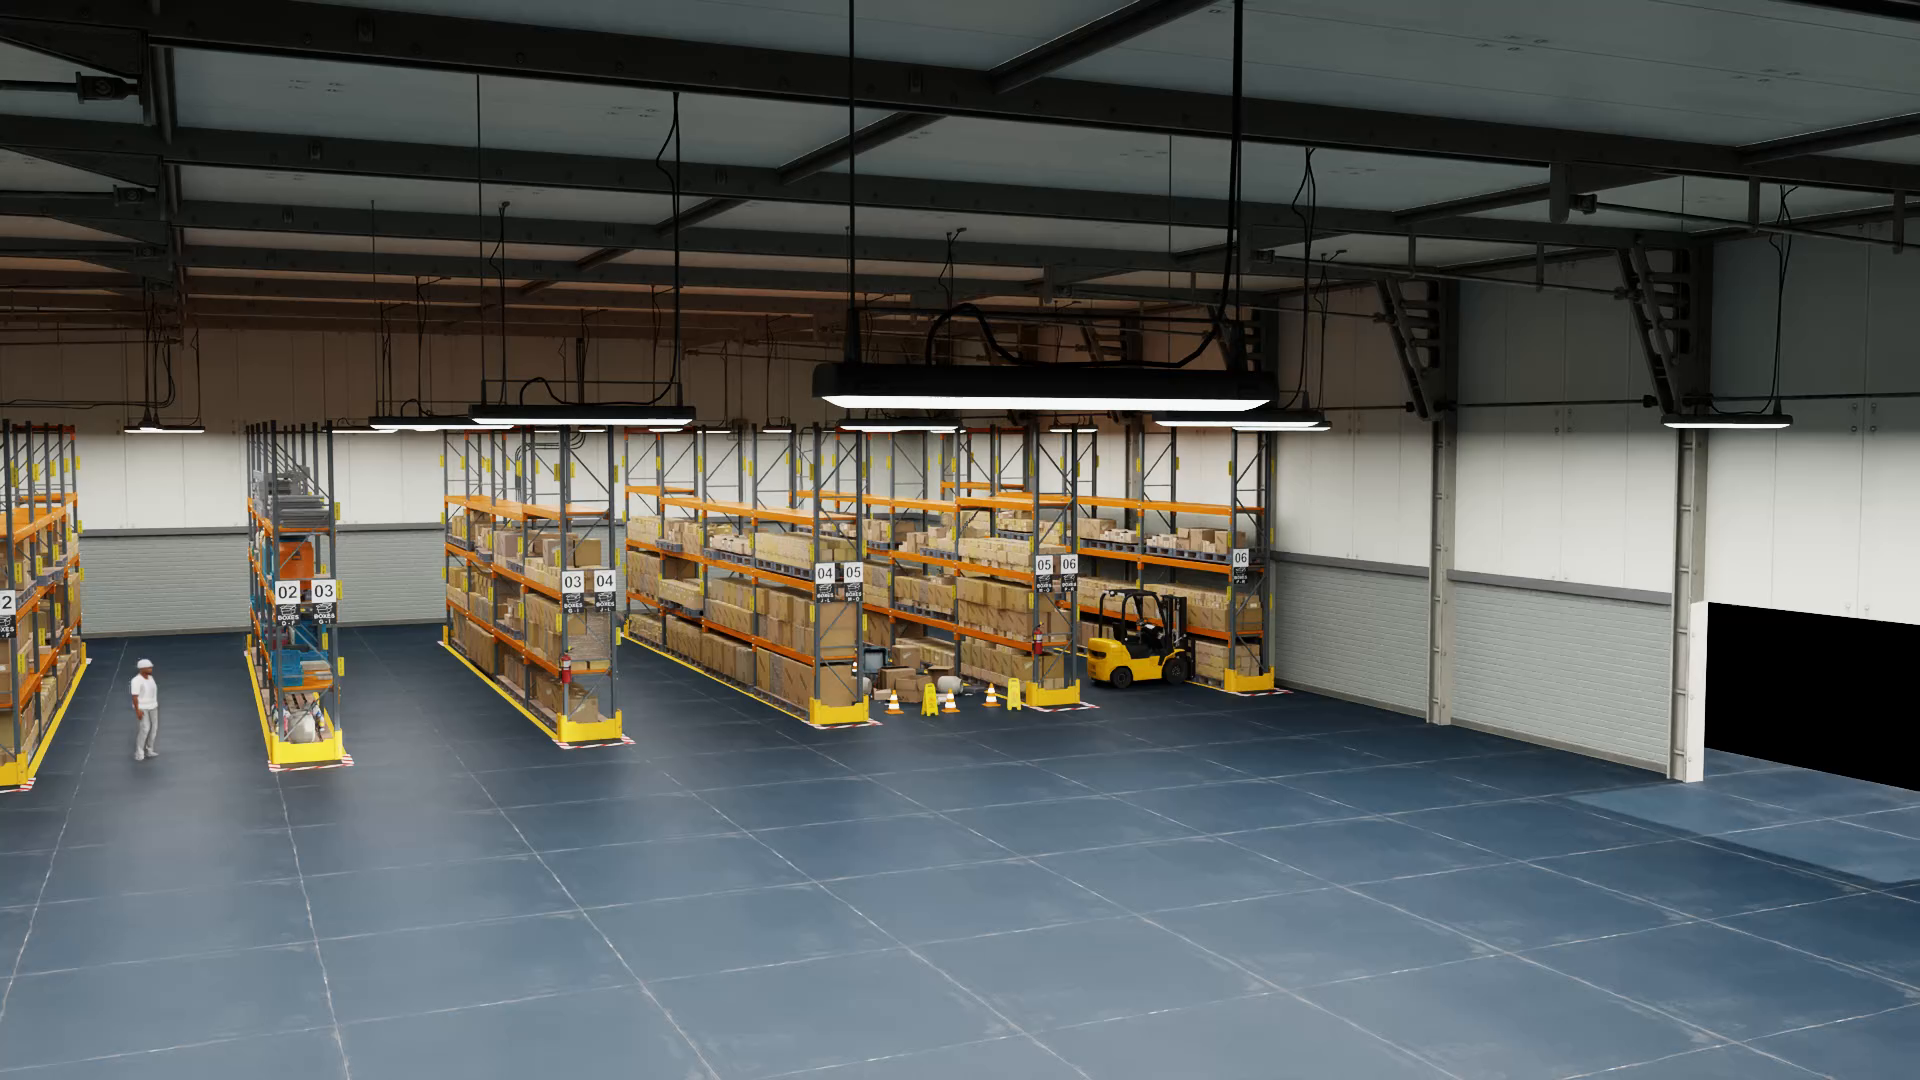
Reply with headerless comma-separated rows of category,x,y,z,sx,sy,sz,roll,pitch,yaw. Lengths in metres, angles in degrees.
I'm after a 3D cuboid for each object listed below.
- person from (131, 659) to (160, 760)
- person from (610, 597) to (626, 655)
person,-14.503,3.033,29.642,0.394,1.828,0.619,1,4,18
person,-8.984,2.228,43.023,0.608,1.649,0.982,-2,4,-24
